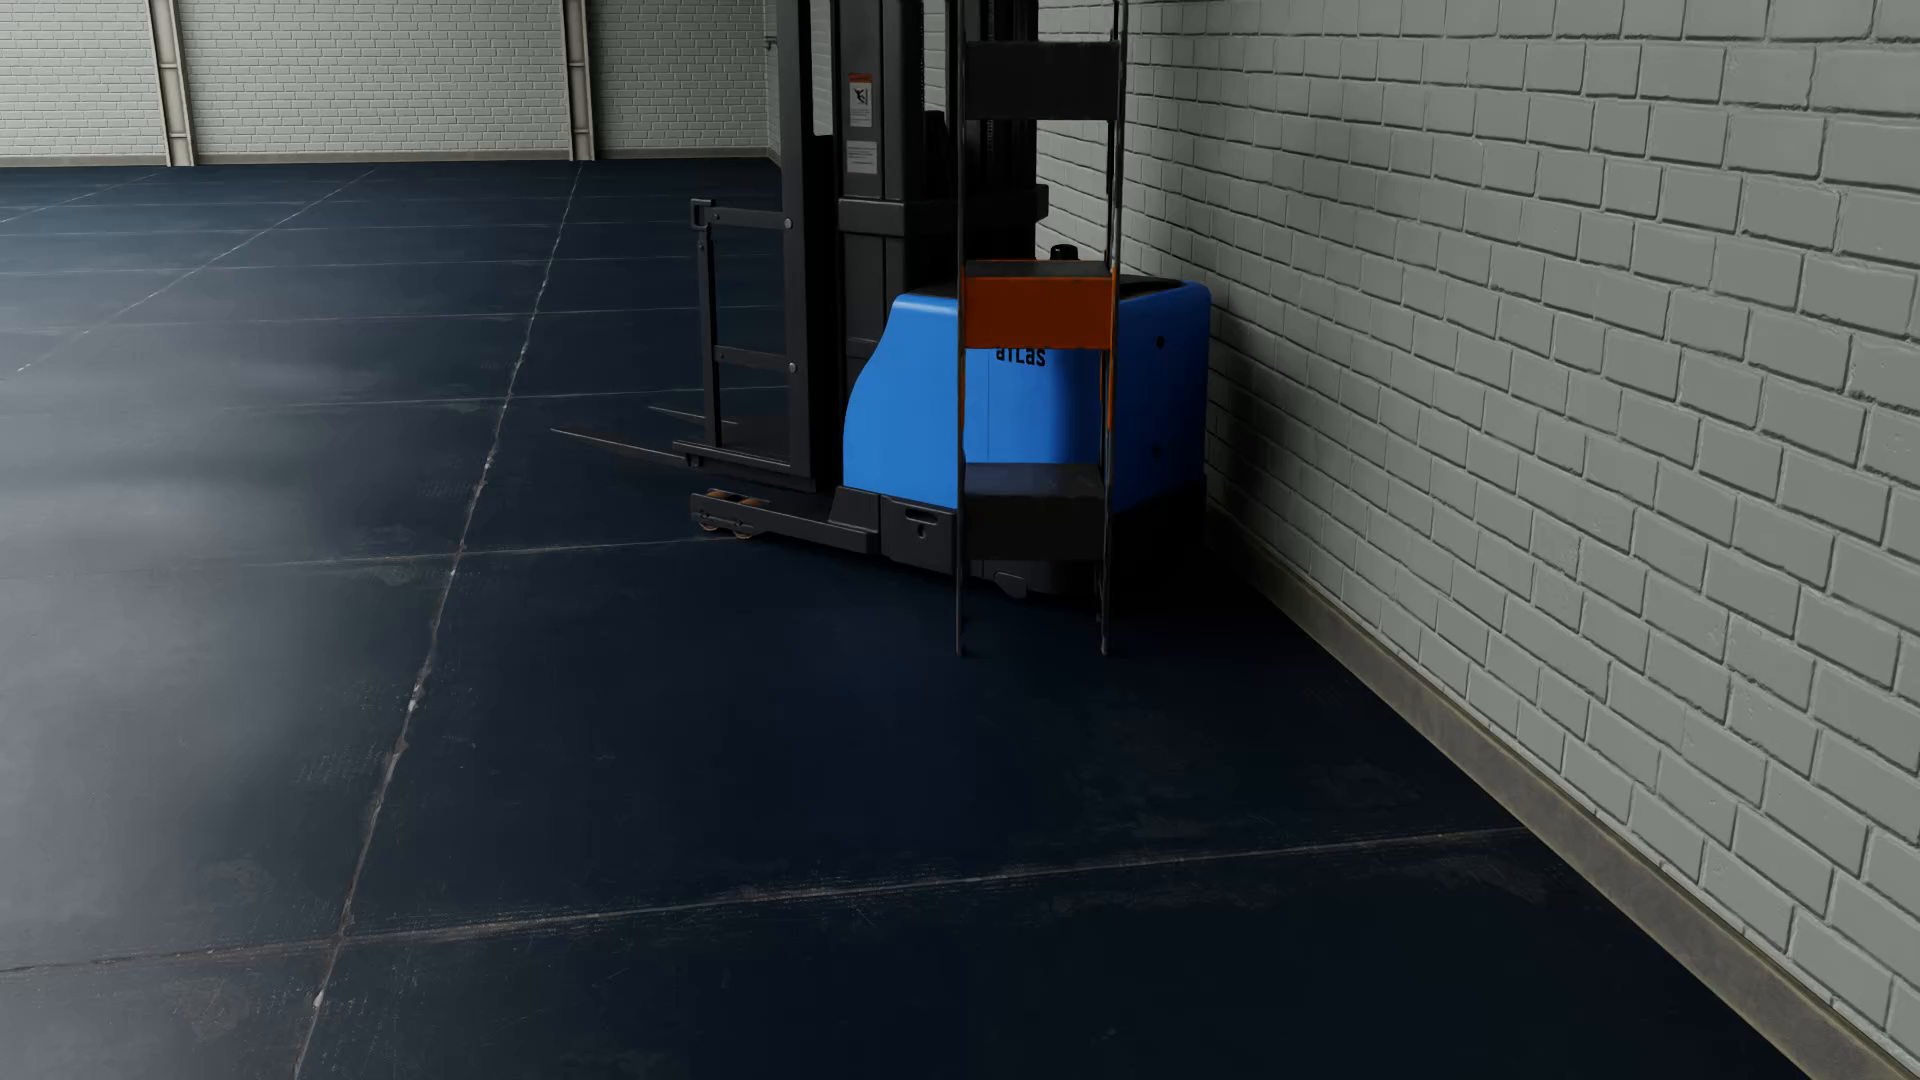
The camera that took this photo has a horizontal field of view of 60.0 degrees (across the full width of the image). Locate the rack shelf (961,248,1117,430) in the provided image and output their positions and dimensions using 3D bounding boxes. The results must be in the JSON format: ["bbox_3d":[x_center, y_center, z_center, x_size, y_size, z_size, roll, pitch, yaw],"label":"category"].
[{"bbox_3d":[0.247,-0.661,5.423,0.480,0.518,0.431,0,18,1],"label":"rack shelf"}]

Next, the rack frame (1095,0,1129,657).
[{"bbox_3d":[0.491,-0.672,5.416,0.015,2.100,0.400,0,18,1],"label":"rack frame"}]

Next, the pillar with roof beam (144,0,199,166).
[{"bbox_3d":[-11.120,-8.818,20.193,0.400,9.000,9.100,-3,17,-10],"label":"pillar with roof beam"}]

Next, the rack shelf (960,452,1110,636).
[{"bbox_3d":[0.244,0.006,5.635,0.480,0.518,0.431,0,18,1],"label":"rack shelf"}]

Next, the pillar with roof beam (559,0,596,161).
[{"bbox_3d":[-5.229,-9.152,21.281,0.400,9.000,9.100,-3,17,-10],"label":"pillar with roof beam"}]

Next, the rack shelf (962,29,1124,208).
[{"bbox_3d":[0.249,-1.328,5.210,0.480,0.518,0.431,0,18,1],"label":"rack shelf"}]

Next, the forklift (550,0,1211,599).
[{"bbox_3d":[-0.502,-1.513,6.746,3.031,2.935,1.130,13,21,35],"label":"forklift"}]

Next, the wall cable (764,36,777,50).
[{"bbox_3d":[-2.902,-8.691,25.071,0.112,2.526,3.097,-3,17,-10],"label":"wall cable"}]

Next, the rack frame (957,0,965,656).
[{"bbox_3d":[0.003,-0.675,5.421,0.015,2.100,0.400,0,18,1],"label":"rack frame"}]

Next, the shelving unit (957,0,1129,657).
[{"bbox_3d":[0.247,-0.674,5.418,0.503,2.100,0.431,0,18,1],"label":"shelving unit"}]
